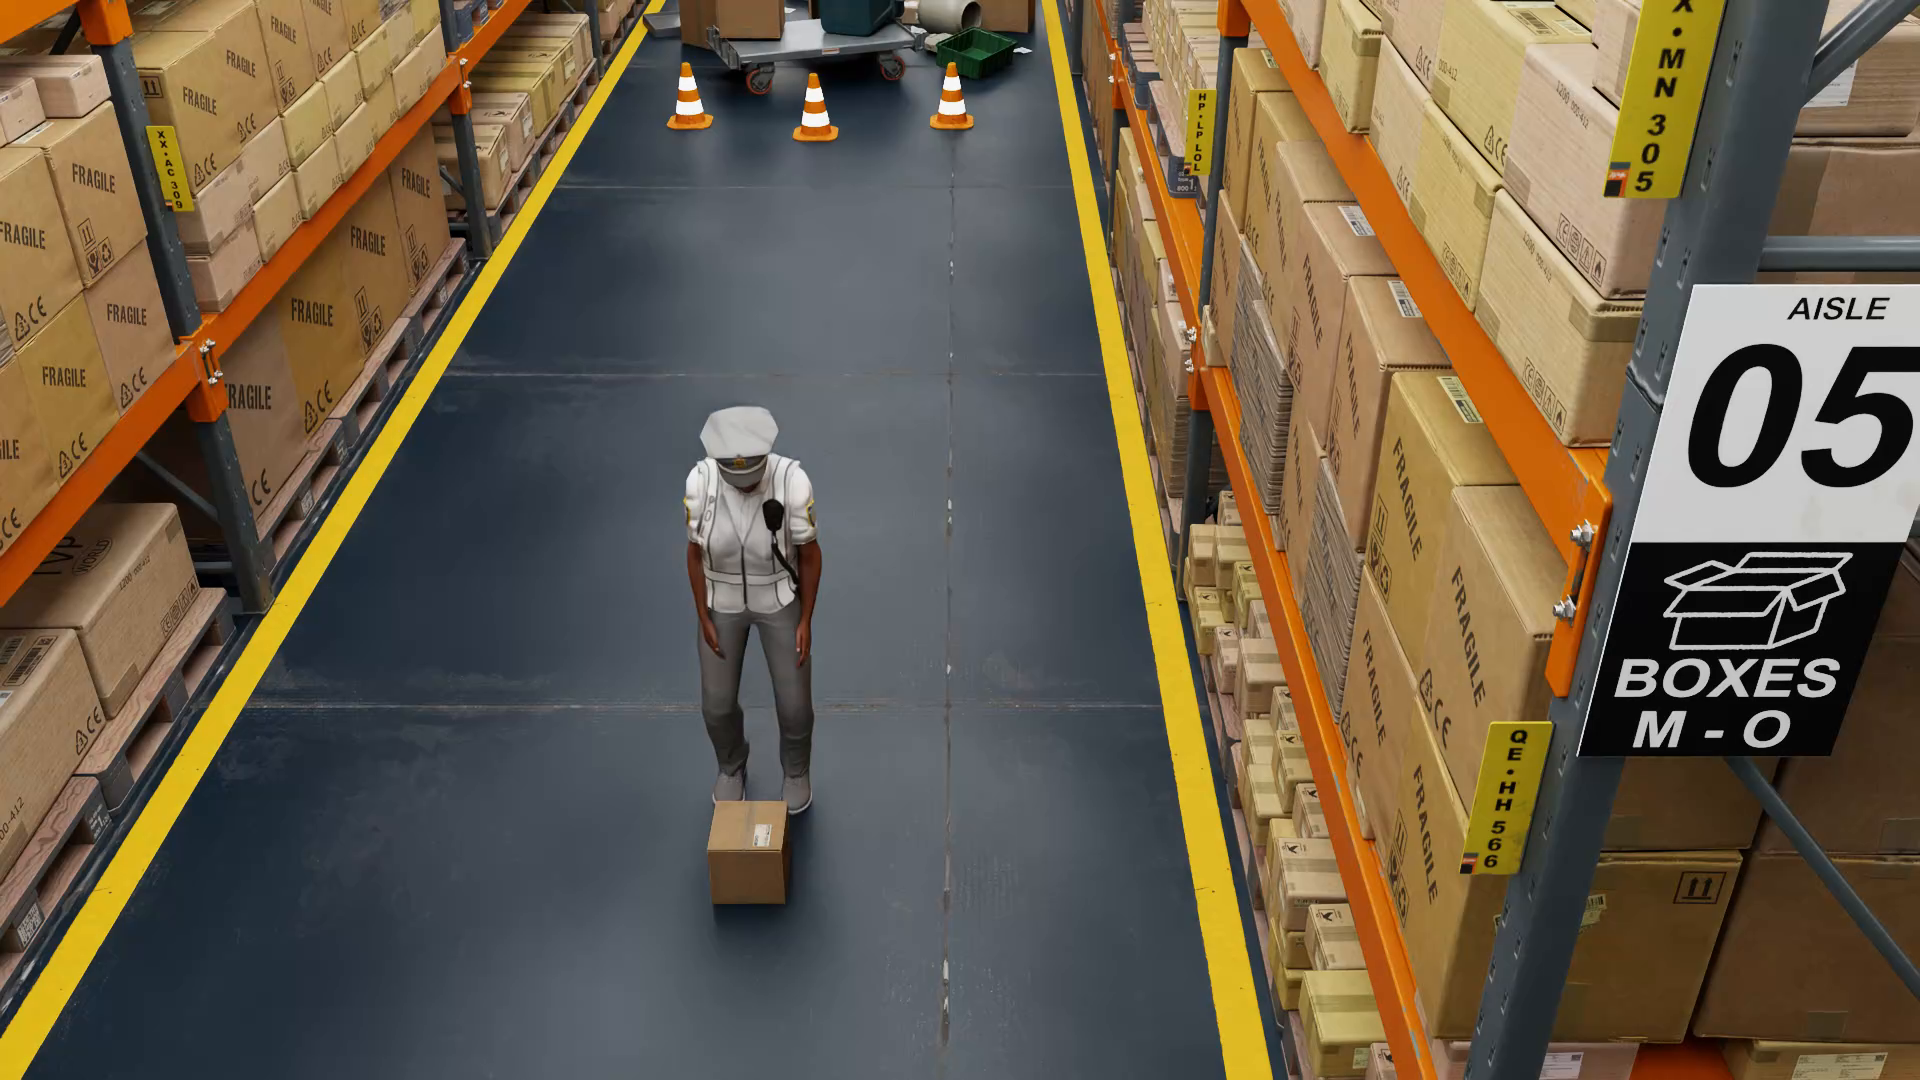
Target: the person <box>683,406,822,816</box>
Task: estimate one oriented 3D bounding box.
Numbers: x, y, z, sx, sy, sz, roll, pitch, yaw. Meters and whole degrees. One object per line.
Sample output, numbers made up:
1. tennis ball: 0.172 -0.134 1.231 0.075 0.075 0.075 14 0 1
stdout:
1. person: -0.701 0.254 5.783 0.461 1.615 0.460 1 32 1
